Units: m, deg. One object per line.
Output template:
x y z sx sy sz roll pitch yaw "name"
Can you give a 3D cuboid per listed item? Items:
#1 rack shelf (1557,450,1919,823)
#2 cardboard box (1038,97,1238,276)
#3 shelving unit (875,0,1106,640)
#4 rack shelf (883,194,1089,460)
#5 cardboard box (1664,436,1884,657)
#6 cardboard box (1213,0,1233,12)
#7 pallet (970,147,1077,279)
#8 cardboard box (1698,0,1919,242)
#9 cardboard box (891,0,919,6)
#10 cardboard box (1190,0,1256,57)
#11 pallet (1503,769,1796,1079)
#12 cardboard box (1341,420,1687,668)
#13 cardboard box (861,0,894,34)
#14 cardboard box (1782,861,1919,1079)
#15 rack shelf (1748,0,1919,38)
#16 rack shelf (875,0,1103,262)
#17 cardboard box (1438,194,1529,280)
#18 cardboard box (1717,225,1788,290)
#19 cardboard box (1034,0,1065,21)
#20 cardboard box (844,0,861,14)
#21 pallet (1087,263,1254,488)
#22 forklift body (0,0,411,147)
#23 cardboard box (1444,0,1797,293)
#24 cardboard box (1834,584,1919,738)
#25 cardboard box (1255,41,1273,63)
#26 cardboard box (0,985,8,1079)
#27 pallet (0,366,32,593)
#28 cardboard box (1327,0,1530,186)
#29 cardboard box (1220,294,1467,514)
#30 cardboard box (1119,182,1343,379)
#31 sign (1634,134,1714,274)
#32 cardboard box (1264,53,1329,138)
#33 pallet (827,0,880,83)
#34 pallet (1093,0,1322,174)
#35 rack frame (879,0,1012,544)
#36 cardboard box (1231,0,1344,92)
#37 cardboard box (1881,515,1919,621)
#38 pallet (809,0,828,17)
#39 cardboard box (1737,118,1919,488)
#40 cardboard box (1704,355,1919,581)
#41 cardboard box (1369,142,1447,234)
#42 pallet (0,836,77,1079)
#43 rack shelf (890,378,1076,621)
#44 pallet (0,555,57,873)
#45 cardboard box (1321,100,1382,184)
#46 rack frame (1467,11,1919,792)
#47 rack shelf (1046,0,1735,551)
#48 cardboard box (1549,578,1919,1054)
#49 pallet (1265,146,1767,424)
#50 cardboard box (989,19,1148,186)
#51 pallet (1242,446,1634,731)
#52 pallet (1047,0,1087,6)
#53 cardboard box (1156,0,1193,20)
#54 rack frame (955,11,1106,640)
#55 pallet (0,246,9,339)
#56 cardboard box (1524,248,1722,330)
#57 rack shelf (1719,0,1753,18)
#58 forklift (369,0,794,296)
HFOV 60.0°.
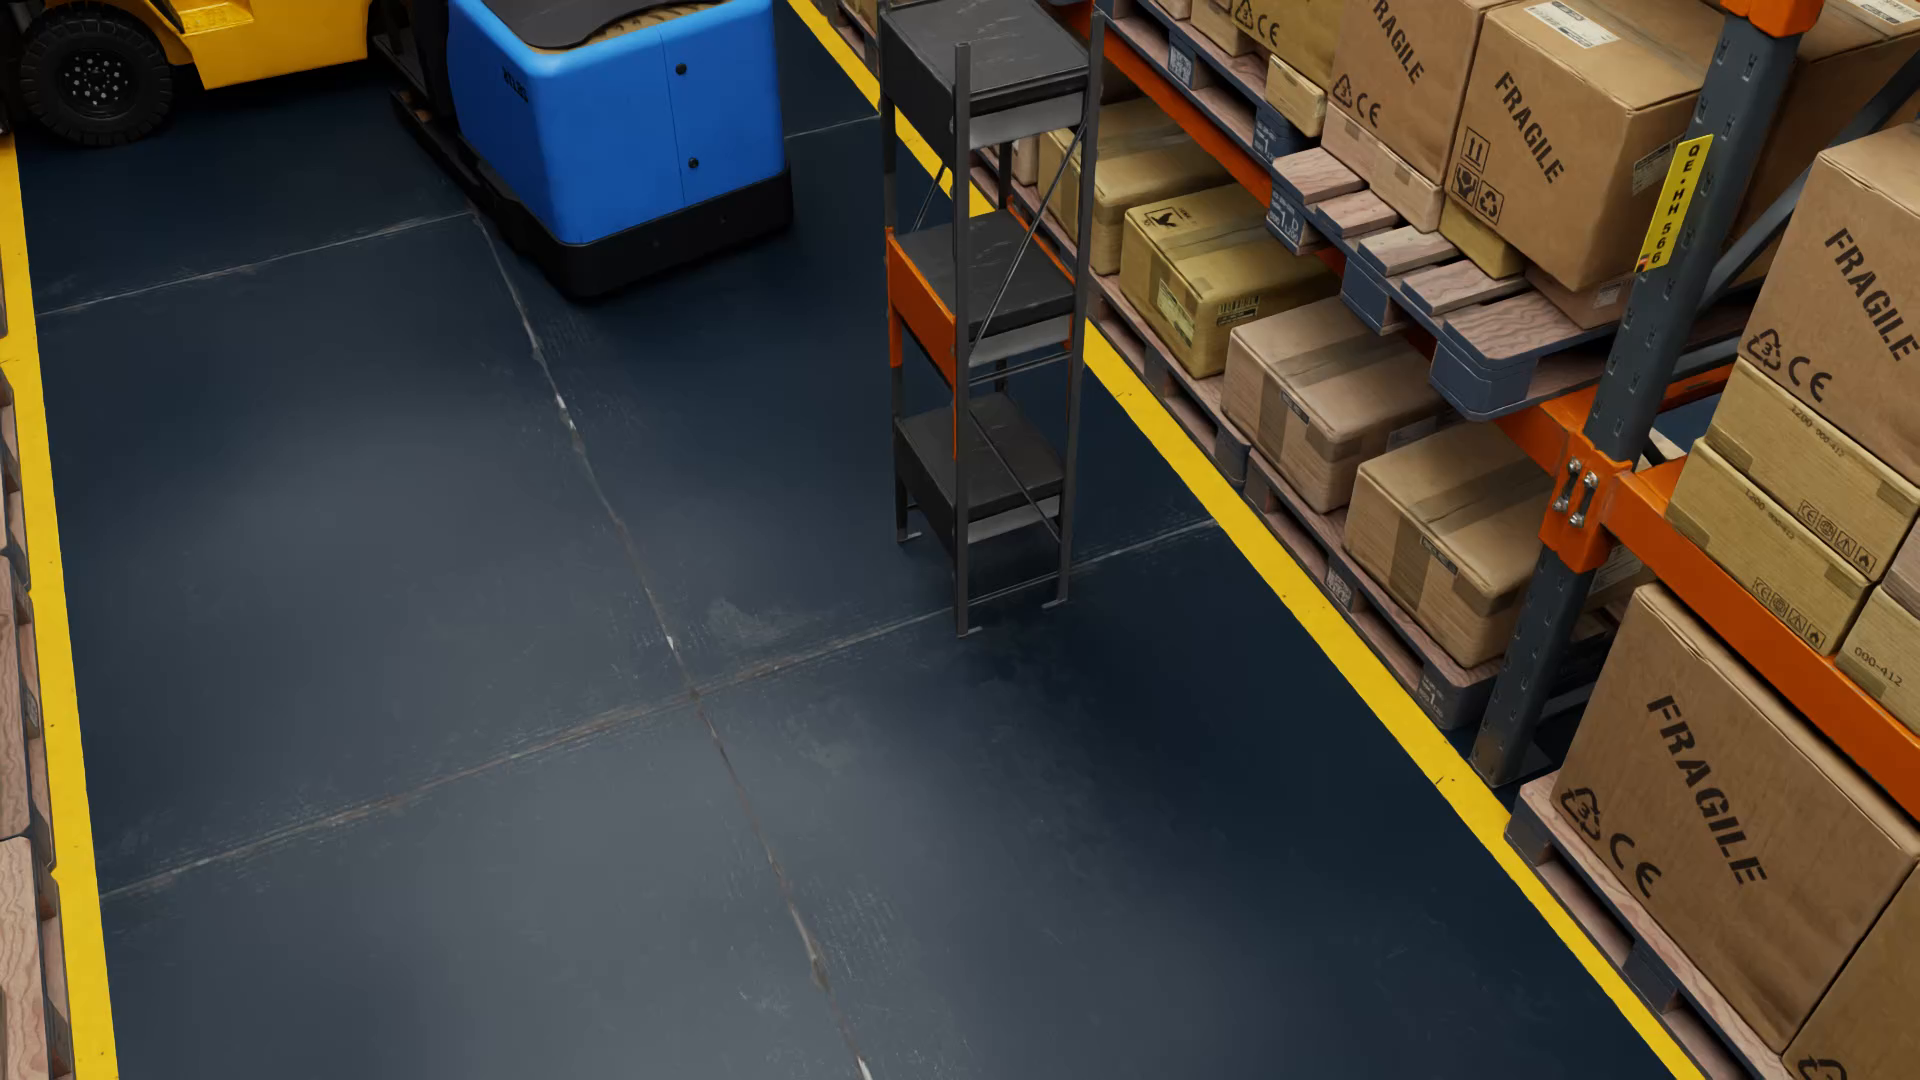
2.865 1.029 3.084 1.077 0.370 4.000 -18 47 -17 "rack shelf"
0.870 -1.474 6.680 0.950 0.372 0.625 -15 47 -15 "cardboard box"
0.070 -0.642 4.906 0.431 2.100 0.503 -18 47 -17 "shelving unit"
0.070 -0.632 4.915 0.431 0.518 0.480 -18 47 -17 "rack shelf"
2.001 -0.062 3.784 0.500 0.250 0.500 -19 48 -18 "cardboard box"
0.911 -1.996 5.055 0.500 0.500 0.500 -20 48 -19 "cardboard box"
0.670 -1.562 7.183 1.003 0.211 1.213 -18 47 -17 "pallet"
2.044 -1.148 4.195 0.500 0.500 0.500 -19 48 -19 "cardboard box"
-0.150 -2.786 7.563 0.500 0.500 0.500 -19 48 -18 "cardboard box"
0.949 -1.665 5.182 0.380 0.149 0.250 -19 48 -19 "cardboard box"
2.287 1.016 4.570 1.003 0.211 1.213 -18 47 -17 "pallet"
1.795 -0.079 5.266 0.950 0.372 0.625 -21 48 -20 "cardboard box"
-0.151 -2.519 7.826 0.500 0.250 0.500 -16 47 -16 "cardboard box"
2.610 1.140 3.673 0.875 0.875 0.875 -17 47 -17 "cardboard box"
2.865 -0.039 2.030 1.077 0.370 4.000 -18 47 -17 "rack shelf"
0.070 -1.130 4.424 0.431 0.518 0.480 -18 47 -17 "rack shelf"
1.494 -0.850 4.356 0.380 0.149 0.250 -17 47 -17 "cardboard box"
2.056 -0.824 4.329 0.380 0.149 0.250 -21 48 -20 "cardboard box"
0.339 -2.677 7.986 0.500 0.250 0.500 -20 48 -19 "cardboard box"
-0.384 -2.855 8.167 0.500 0.250 0.500 -19 48 -18 "cardboard box"
1.187 -0.784 6.394 1.003 0.211 1.213 -18 47 -17 "pallet"
-3.390 -3.160 7.421 2.313 2.155 1.214 -18 47 -17 "forklift body"
1.580 -1.000 4.046 0.500 0.500 0.500 -19 48 -19 "cardboard box"
2.233 0.260 3.458 0.500 0.250 0.500 -19 48 -19 "cardboard box"
1.129 -1.529 5.044 0.380 0.149 0.250 -18 47 -17 "cardboard box"
-2.728 1.261 3.728 0.875 0.625 0.625 -17 47 -16 "cardboard box"
-3.815 -0.132 5.733 1.003 0.211 1.213 -18 47 -17 "pallet"
1.353 -1.326 4.377 0.500 0.500 0.500 -19 48 -18 "cardboard box"
1.478 -0.546 5.740 0.950 0.372 0.625 -19 48 -18 "cardboard box"
1.164 -1.031 6.232 0.950 0.372 0.625 -17 47 -16 "cardboard box"
1.535 -0.719 3.575 0.100 0.325 0.005 -18 47 -17 "sign"
1.120 -1.332 4.844 0.380 0.149 0.250 -17 47 -17 "cardboard box"
0.027 -2.476 8.109 1.003 0.211 1.213 -18 47 -17 "pallet"
1.154 -1.683 5.456 1.003 0.211 1.213 -18 47 -17 "pallet"
-0.033 -0.797 5.063 0.400 2.100 0.015 -18 47 -17 "rack frame"
1.140 -1.648 4.702 0.500 0.500 0.500 -21 48 -20 "cardboard box"
2.229 0.099 3.264 0.500 0.250 0.500 -17 47 -16 "cardboard box"
-0.490 -3.254 8.898 1.003 0.211 1.213 -18 47 -17 "pallet"
2.009 -0.506 3.345 0.500 0.500 0.500 -20 48 -19 "cardboard box"
2.013 -0.230 3.599 0.500 0.250 0.500 -18 47 -18 "cardboard box"
1.347 -0.998 4.505 0.380 0.149 0.250 -18 48 -18 "cardboard box"
-2.789 1.423 4.157 1.003 0.211 1.213 -18 47 -17 "pallet"
0.070 -0.134 5.407 0.431 0.518 0.480 -18 47 -17 "rack shelf"
-3.298 0.647 4.944 1.003 0.211 1.213 -18 47 -17 "pallet"
1.249 -1.161 4.670 0.380 0.149 0.250 -20 48 -19 "cardboard box"
2.024 -0.502 4.123 1.000 3.000 0.127 -18 47 -17 "rack frame"
1.183 -1.520 5.667 1.077 0.370 4.000 -18 47 -17 "rack shelf"
2.239 0.570 4.250 0.875 0.875 0.875 -18 48 -18 "cardboard box"
1.627 -0.856 4.618 1.213 0.211 1.003 -18 47 -17 "pallet"
0.565 -1.931 7.143 0.950 0.372 0.625 -17 47 -17 "cardboard box"
1.696 -0.007 5.607 1.003 0.211 1.213 -18 47 -17 "pallet"
0.531 -2.452 6.236 1.003 0.211 1.213 -18 47 -17 "pallet"
0.810 -1.826 5.345 0.380 0.149 0.250 -16 47 -16 "cardboard box"
0.172 -0.486 4.748 0.400 2.100 0.015 -18 47 -17 "rack frame"
-4.457 -1.109 6.723 1.003 0.211 1.213 -18 47 -17 "pallet"
1.672 -0.701 4.205 0.380 0.149 0.250 -16 47 -16 "cardboard box"
1.183 -2.588 4.613 1.077 0.370 4.000 -18 47 -17 "rack shelf"
-1.958 -3.017 6.720 1.130 2.935 3.031 -26 50 -24 "forklift"
